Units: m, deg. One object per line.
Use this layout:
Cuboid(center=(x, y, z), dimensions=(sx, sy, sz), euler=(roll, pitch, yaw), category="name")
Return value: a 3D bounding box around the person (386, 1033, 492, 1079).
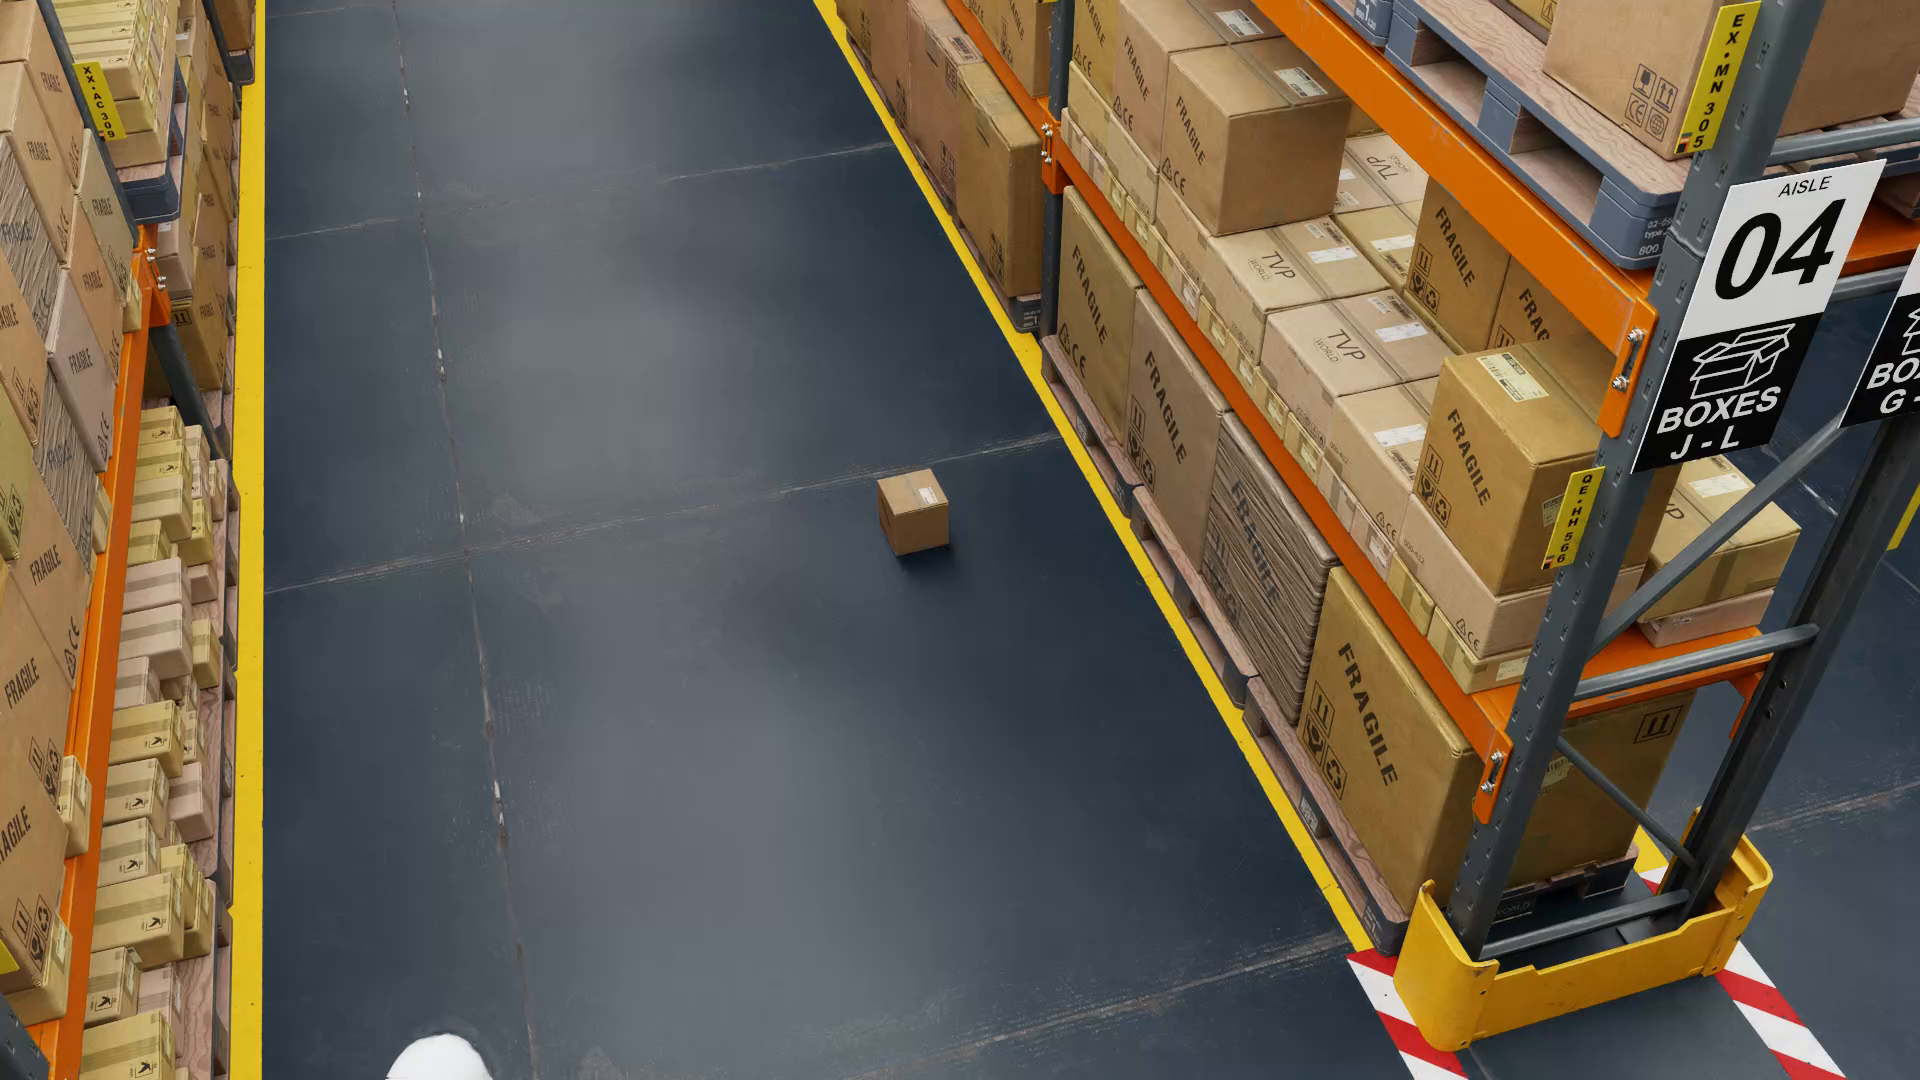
Cuboid(center=(-1.171, 1.760, 4.177), dimensions=(0.562, 1.757, 0.783), euler=(15, 44, 16), category="person")
